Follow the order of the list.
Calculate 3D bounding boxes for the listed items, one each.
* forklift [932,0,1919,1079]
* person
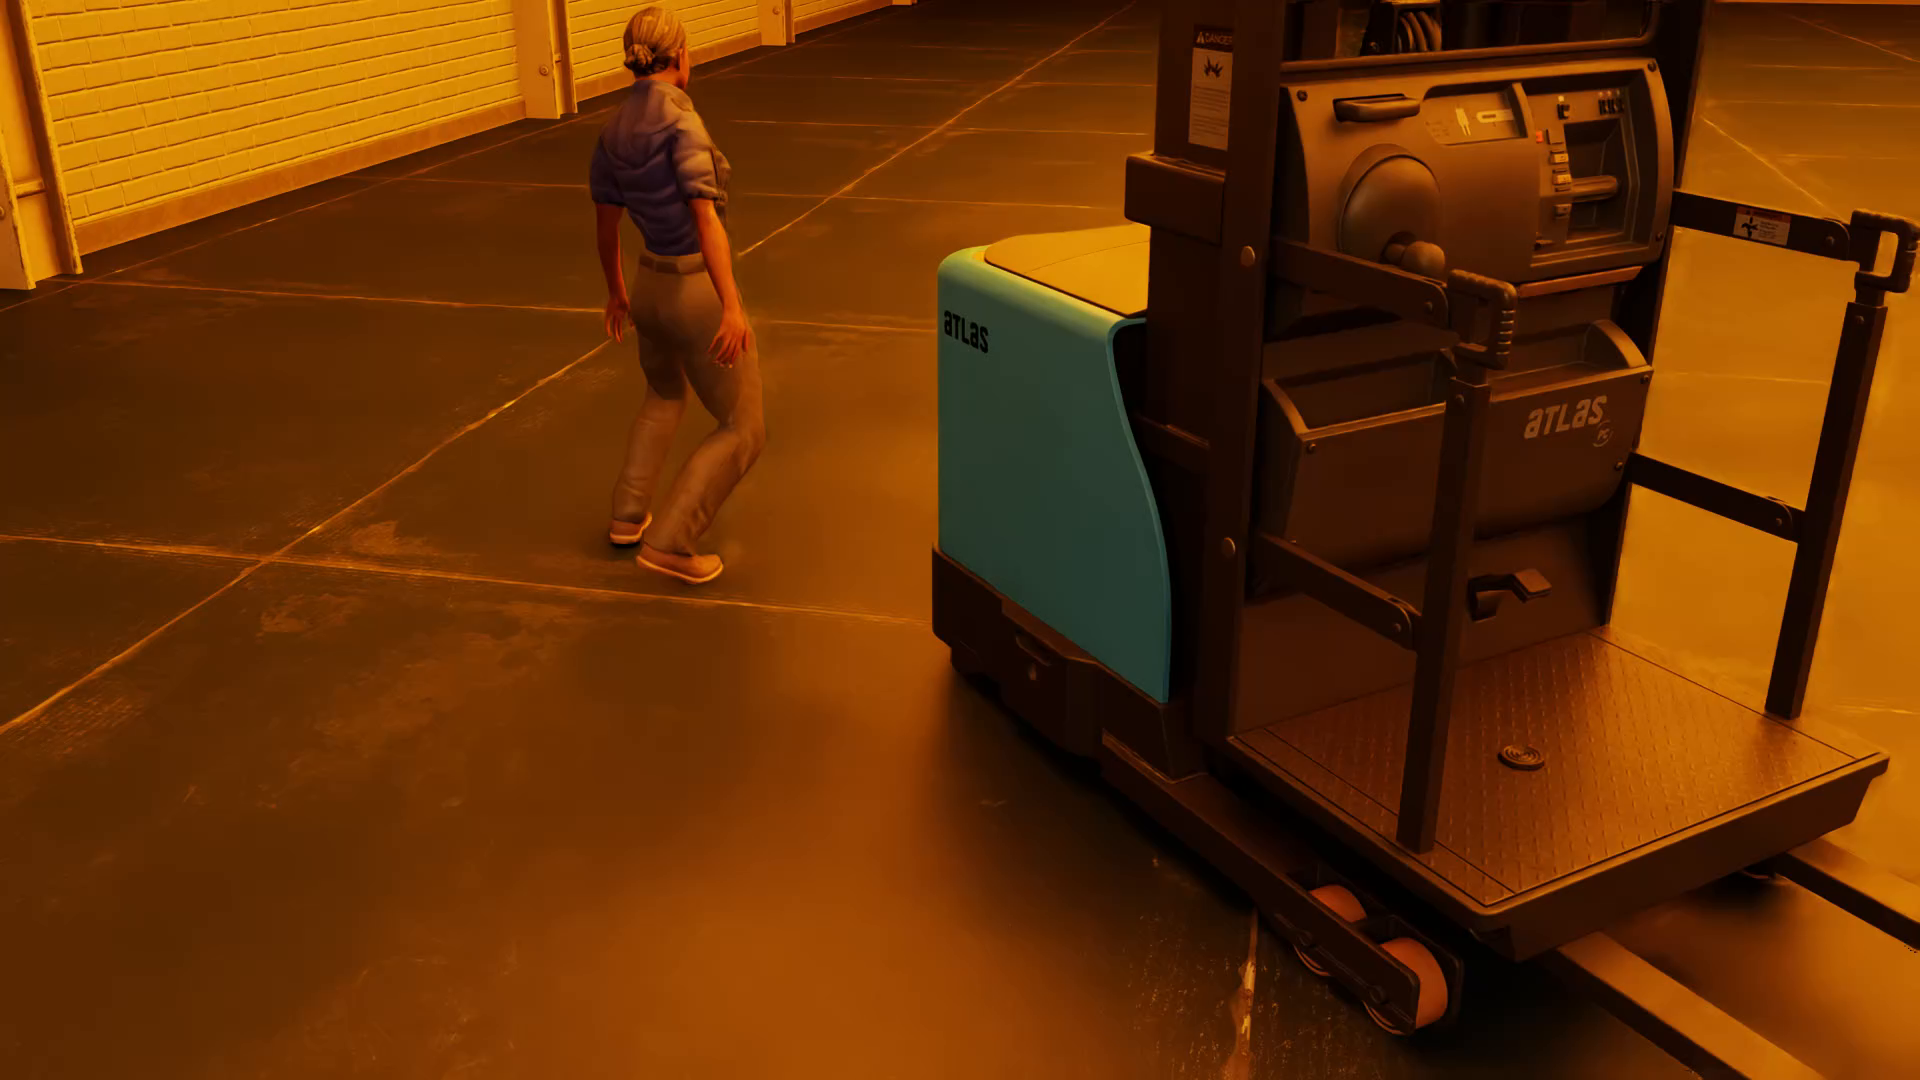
[{"bbox_3d":[1.090,-0.671,2.911,1.130,2.935,3.031,-12,25,-27],"label":"forklift"},{"bbox_3d":[-0.841,-0.673,4.724,0.466,1.588,0.817,-18,28,-37],"label":"person"}]
